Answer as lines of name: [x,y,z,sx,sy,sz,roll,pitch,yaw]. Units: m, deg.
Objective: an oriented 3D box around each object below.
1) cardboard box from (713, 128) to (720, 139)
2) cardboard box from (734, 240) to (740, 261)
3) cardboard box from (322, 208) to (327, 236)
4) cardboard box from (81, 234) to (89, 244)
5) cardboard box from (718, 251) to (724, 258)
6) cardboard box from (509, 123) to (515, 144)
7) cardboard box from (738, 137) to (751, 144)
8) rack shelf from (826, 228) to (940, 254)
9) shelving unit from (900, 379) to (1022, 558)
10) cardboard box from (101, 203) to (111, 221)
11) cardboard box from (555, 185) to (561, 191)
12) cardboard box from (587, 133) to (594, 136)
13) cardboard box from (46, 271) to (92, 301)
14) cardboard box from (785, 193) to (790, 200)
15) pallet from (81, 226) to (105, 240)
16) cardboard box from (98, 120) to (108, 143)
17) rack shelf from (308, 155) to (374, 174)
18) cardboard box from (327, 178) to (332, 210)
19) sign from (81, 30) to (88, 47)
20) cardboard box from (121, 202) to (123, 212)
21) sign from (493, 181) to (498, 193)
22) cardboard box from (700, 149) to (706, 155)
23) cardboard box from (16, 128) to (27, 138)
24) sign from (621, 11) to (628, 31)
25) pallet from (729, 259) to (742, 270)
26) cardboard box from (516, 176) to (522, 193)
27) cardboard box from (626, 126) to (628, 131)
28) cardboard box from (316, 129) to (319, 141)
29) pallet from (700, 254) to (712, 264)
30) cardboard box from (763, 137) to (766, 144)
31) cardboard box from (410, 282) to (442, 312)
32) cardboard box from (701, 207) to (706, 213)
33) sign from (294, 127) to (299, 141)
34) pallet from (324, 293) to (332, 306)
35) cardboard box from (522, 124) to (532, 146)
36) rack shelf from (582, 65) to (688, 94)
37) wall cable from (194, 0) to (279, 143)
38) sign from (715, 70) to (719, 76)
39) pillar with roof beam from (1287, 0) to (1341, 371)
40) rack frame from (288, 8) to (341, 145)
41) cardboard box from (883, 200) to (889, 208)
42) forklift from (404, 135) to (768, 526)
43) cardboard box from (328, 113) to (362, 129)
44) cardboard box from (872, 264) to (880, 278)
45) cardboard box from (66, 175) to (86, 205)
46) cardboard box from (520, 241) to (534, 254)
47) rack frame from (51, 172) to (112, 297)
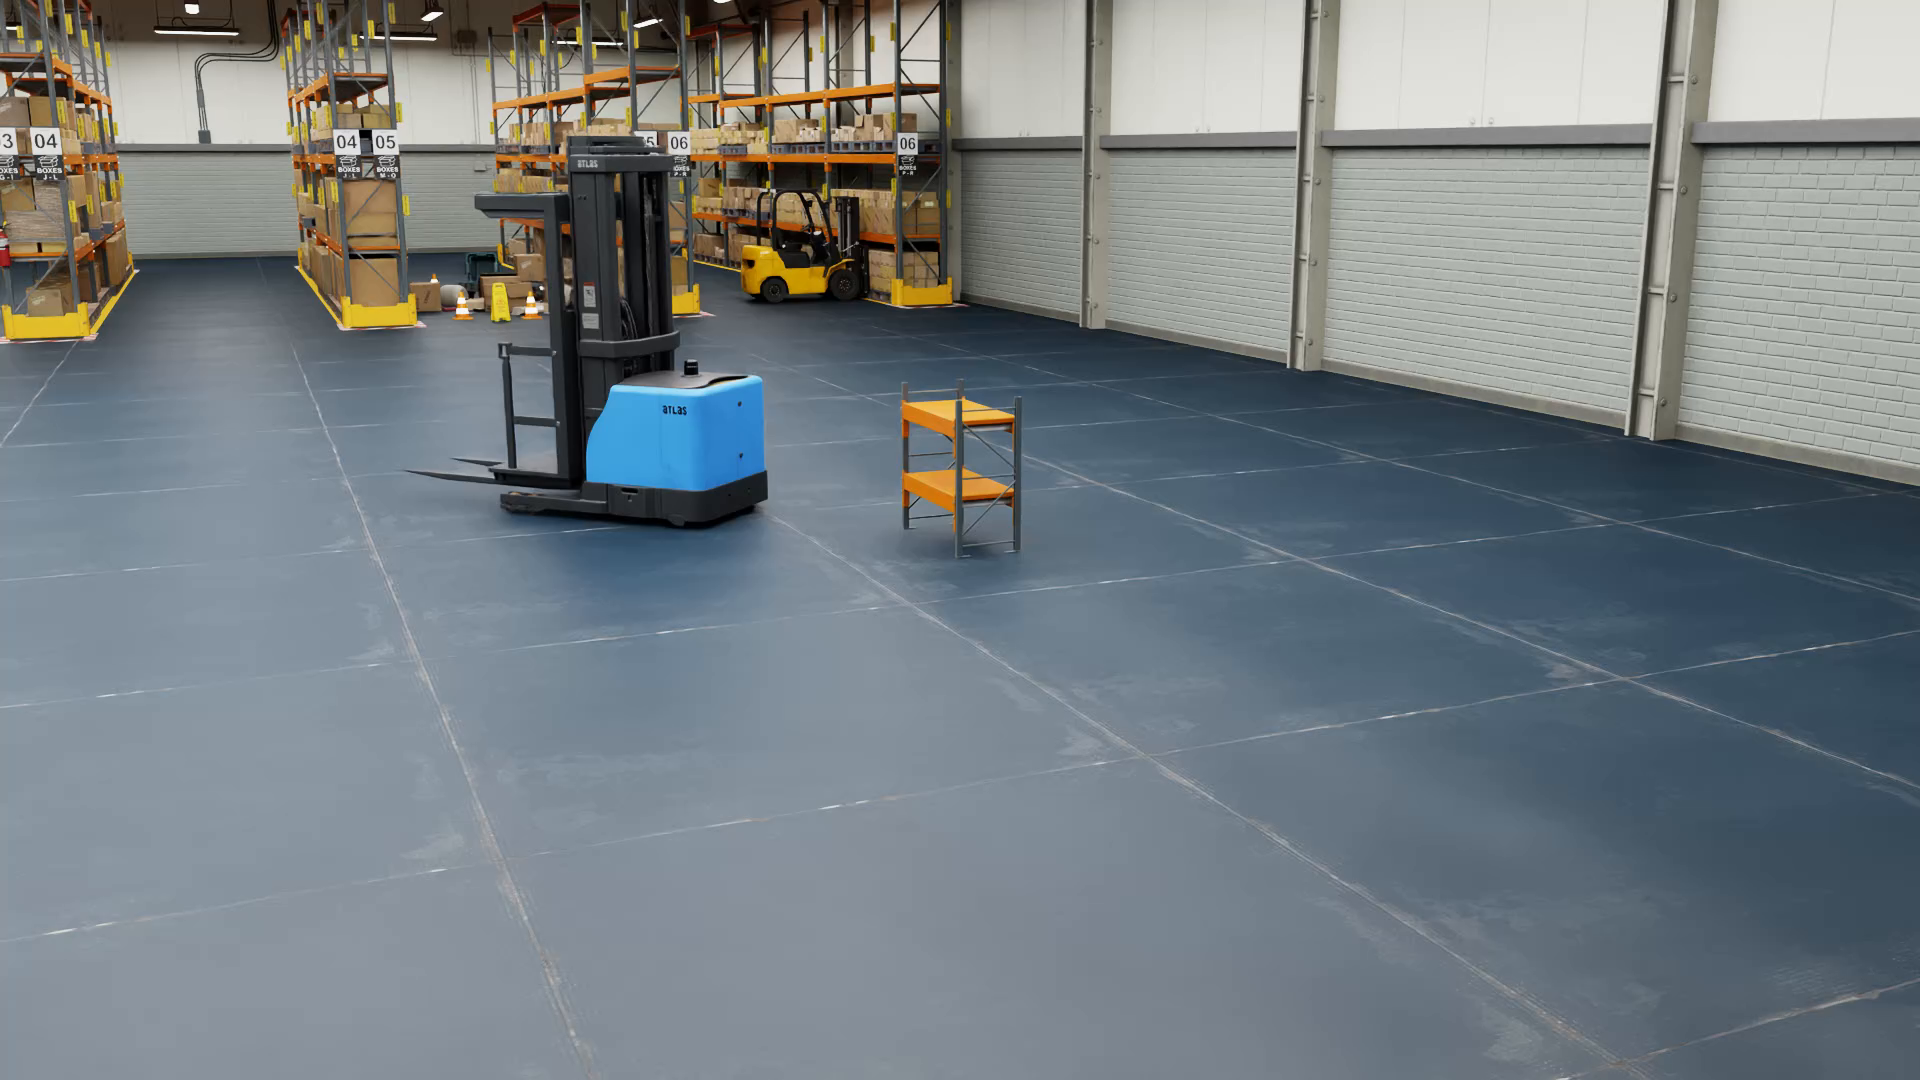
cardboard box: [-5.967,-10.346,42.330,0.500,0.250,0.500,-6,14,-23]
cardboard box: [-5.335,-7.244,41.628,0.500,0.500,0.500,-6,14,-24]
cardboard box: [-11.835,-6.049,31.631,0.500,0.500,0.500,-6,14,-23]
cardboard box: [-15.272,-5.198,28.733,0.380,0.149,0.250,-6,14,-23]
cardboard box: [-6.037,-7.391,43.041,0.380,0.149,0.250,-6,14,-25]
cardboard box: [-11.023,-10.197,41.748,0.500,0.500,0.500,-5,14,-22]
cardboard box: [-5.150,-9.666,40.232,0.380,0.149,0.250,-5,14,-22]
rack shelf: [-1.539,-6.070,33.539,1.077,0.370,4.000,-6,14,-23]
shelving unit: [-0.003,-0.549,12.249,0.538,1.125,1.048,-6,14,-23]
cardboard box: [-18.130,-6.805,34.897,0.500,0.500,0.500,-6,14,-23]
cardboard box: [-8.521,-7.495,36.289,0.500,0.500,0.500,-6,14,-25]
cardboard box: [-6.961,-7.802,32.448,0.500,0.250,0.500,-6,14,-24]
cardboard box: [-16.193,-4.615,30.224,0.700,0.500,0.500,-7,15,-27]
cardboard box: [-3.734,-7.773,37.644,0.380,0.149,0.250,-5,14,-22]
pallet: [-16.139,-5.567,30.196,1.003,0.211,1.213,-6,14,-23]
cardboard box: [-19.830,-9.294,37.847,0.700,0.500,0.500,-5,14,-20]
rack shelf: [-12.183,-7.440,32.809,1.077,0.370,4.000,-6,14,-23]
cardboard box: [-10.848,-6.209,29.818,0.875,0.550,0.550,-6,14,-23]
sign: [-17.076,-9.783,32.435,0.100,0.325,0.005,-6,14,-23]
cardboard box: [-20.336,-7.964,39.801,0.500,0.250,0.500,-6,14,-24]
sign: [-12.204,-9.275,43.697,0.100,0.325,0.005,-6,14,-23]
cardboard box: [-6.603,-10.188,43.643,0.380,0.149,0.250,-5,14,-22]
cardboard box: [-14.758,-6.339,25.902,0.380,0.149,0.250,-6,14,-25]
sign: [-5.801,-8.967,28.734,0.100,0.325,0.005,-6,14,-23]
pallet: [-5.184,-6.963,41.987,1.003,0.211,1.213,-6,14,-23]
cardboard box: [-10.533,-8.646,40.633,0.500,0.500,0.500,-6,14,-23]
cardboard box: [-5.758,-7.385,29.764,0.380,0.149,0.250,-5,14,-22]
cardboard box: [-12.078,-7.793,31.917,0.500,0.250,0.500,-6,14,-23]
pallet: [-6.311,-7.522,44.403,1.003,0.211,1.213,-6,14,-23]
cardboard box: [-4.391,-9.349,38.909,0.380,0.149,0.250,-6,14,-24]
cardboard box: [-9.819,-4.472,30.577,0.500,0.500,0.500,-3,13,-13]
cardboard box: [-6.672,-8.774,44.186,0.380,0.149,0.250,-5,14,-22]
sign: [-15.080,-9.232,37.807,0.100,0.325,0.005,-6,14,-23]
pallet: [-11.760,-4.710,32.254,1.003,0.211,1.213,-6,14,-23]
cardboard box: [-10.004,-9.544,39.147,0.500,0.500,0.500,-6,14,-24]
rack shelf: [-6.085,-8.542,30.922,1.077,0.370,4.000,-6,14,-23]
wall cable: [-19.881,-13.938,45.501,2.277,5.999,0.120,-6,14,-23]
sign: [-6.630,-12.814,45.354,0.100,0.325,0.005,-6,14,-23]
pillar with roof beam: [0.672,-6.287,19.577,9.100,9.000,0.400,-6,14,-23]
rack frame: [-14.586,-10.492,37.745,1.000,3.000,0.127,-6,14,-23]
cardboard box: [-1.263,-6.468,32.005,0.380,0.149,0.250,-5,14,-22]
forklift: [-3.125,-1.728,13.337,3.031,2.935,1.130,5,14,22]
cardboard box: [-10.231,-6.952,27.624,0.500,0.250,0.500,-5,14,-22]
cardboard box: [-1.410,-5.293,32.643,0.500,0.250,0.500,-6,14,-24]
cardboard box: [-15.333,-5.999,28.537,0.500,0.500,0.500,-6,14,-23]
cardboard box: [-10.603,-7.318,42.087,0.875,0.438,0.875,-6,14,-25]
rack frame: [-17.569,-6.316,33.006,1.000,3.000,0.127,-6,14,-23]
